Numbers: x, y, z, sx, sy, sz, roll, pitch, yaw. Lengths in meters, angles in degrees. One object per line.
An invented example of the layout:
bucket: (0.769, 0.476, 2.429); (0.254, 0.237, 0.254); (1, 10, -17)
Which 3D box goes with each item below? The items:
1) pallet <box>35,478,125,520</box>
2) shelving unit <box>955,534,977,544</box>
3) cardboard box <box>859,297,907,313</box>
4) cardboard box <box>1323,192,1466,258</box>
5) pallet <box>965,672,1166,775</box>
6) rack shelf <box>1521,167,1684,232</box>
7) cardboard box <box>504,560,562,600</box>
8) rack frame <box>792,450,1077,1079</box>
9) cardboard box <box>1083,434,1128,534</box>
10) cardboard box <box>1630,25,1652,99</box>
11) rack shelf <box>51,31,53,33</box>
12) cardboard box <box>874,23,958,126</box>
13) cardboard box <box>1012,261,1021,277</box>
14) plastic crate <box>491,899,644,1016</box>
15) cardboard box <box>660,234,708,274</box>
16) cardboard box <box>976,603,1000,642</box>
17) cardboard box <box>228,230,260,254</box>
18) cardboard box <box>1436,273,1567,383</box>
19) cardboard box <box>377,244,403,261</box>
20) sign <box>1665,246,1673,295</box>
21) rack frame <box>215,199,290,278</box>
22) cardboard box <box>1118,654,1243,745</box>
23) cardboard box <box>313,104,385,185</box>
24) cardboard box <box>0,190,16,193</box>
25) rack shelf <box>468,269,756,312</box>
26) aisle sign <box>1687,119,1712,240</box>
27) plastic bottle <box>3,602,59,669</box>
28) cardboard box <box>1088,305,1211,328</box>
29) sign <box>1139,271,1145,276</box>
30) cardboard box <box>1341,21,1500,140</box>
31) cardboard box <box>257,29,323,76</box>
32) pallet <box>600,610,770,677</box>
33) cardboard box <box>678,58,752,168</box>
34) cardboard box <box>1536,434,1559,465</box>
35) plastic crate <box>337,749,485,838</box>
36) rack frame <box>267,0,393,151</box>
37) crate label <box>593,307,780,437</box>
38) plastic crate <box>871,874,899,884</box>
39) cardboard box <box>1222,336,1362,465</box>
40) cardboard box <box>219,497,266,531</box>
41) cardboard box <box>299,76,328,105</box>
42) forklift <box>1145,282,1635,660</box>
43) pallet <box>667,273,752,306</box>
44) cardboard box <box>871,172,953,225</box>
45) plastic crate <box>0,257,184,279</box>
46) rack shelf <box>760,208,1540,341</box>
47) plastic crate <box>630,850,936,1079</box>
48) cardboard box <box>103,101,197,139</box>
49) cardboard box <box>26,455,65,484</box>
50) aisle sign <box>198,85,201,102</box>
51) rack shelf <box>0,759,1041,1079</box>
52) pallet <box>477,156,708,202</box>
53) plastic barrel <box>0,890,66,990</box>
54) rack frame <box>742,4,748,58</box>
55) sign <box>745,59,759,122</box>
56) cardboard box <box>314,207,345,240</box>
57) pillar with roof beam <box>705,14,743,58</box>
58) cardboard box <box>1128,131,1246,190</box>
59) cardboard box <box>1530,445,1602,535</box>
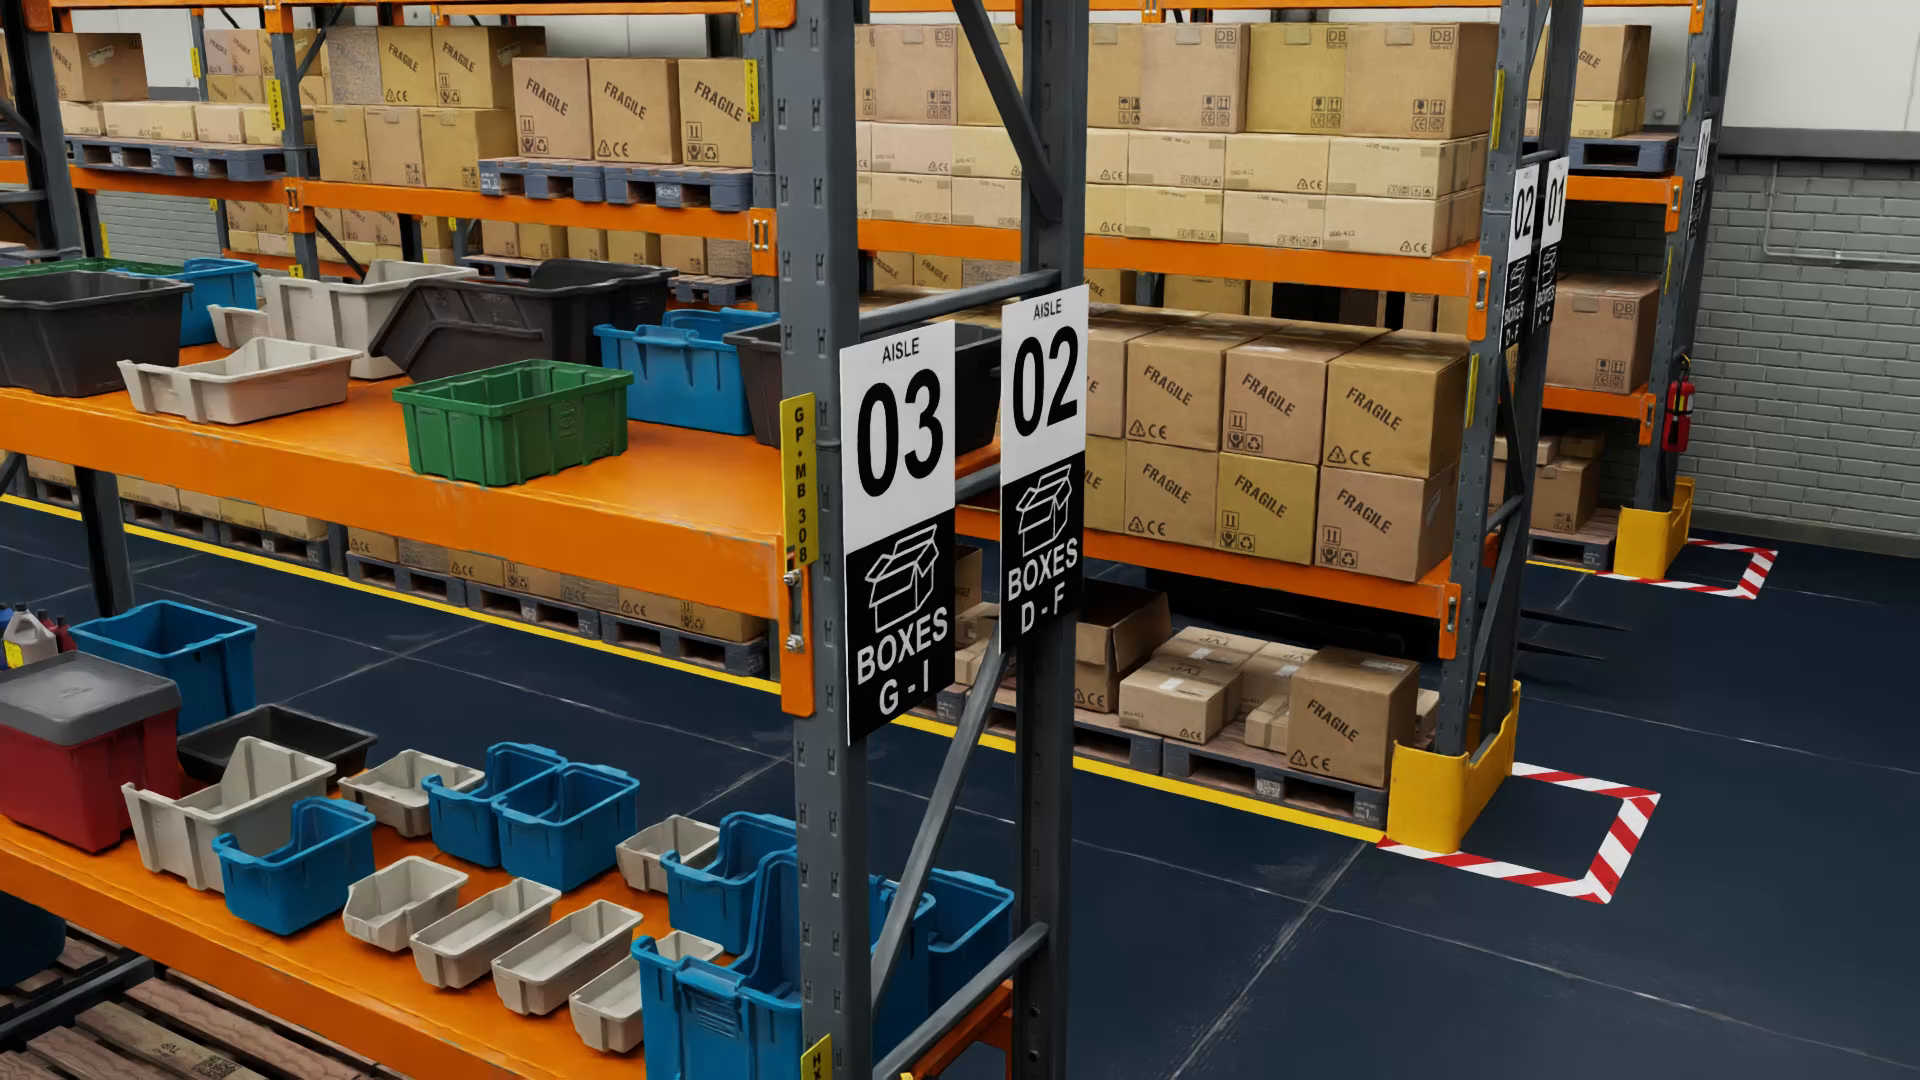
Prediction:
pallet: (-7.005, -0.475, 14.082); (1.213, 0.211, 1.003); (10, 20, 30)
shelving unit: (-0.012, -0.576, 12.714); (0.189, 1.200, 0.258); (10, 20, 30)
cardboard box: (-0.582, -1.080, 9.383); (0.500, 0.500, 0.500); (11, 20, 31)
cardboard box: (1.996, -1.463, 7.633); (0.500, 0.250, 0.500); (10, 20, 30)
pallet: (0.792, 0.929, 9.459); (1.213, 0.211, 1.003); (10, 20, 30)
rack shelf: (3.457, -2.709, 12.716); (4.000, 0.370, 1.077); (10, 20, 30)
cardboard box: (-2.686, 0.056, 11.079); (0.500, 0.500, 0.500); (9, 19, 28)
rack frame: (-0.024, 1.140, 3.968); (0.127, 3.000, 1.000); (10, 20, 30)
cardboard box: (0.752, -0.367, 8.757); (0.500, 0.500, 0.500); (10, 19, 29)
cardboard box: (4.665, -3.456, 12.010); (0.500, 0.500, 0.500); (9, 19, 28)
rack shelf: (-9.358, -4.551, 14.306); (4.000, 0.370, 1.077); (10, 20, 30)
cardboard box: (-0.050, -2.481, 8.834); (0.500, 0.500, 0.700); (10, 20, 30)
cardboard box: (0.787, -2.205, 14.261); (0.500, 0.500, 0.500); (10, 20, 31)
plastic crate: (-1.053, 1.110, 4.415); (0.243, 0.136, 0.396); (10, 20, 30)
cardboard box: (-2.552, -2.936, 16.458); (0.500, 0.500, 0.700); (8, 19, 25)
cardboard box: (0.436, 0.512, 9.905); (0.500, 0.311, 0.500); (10, 20, 30)
cardboard box: (-8.223, -3.533, 19.573); (0.500, 0.250, 0.500); (9, 19, 28)
cardboard box: (4.095, -1.640, 12.605); (0.700, 0.700, 0.980); (10, 20, 30)
cardboard box: (-6.047, -3.152, 18.320); (0.500, 0.250, 0.500); (10, 20, 30)
sign: (4.865, -1.849, 11.408); (0.005, 0.325, 0.100); (10, 20, 30)
rack frame: (-8.473, -3.748, 20.058); (0.127, 3.000, 1.000); (10, 20, 30)
cardboard box: (1.186, 0.845, 8.912); (0.500, 0.250, 0.500); (10, 20, 30)
cardboard box: (-3.856, -2.728, 11.370); (0.500, 0.500, 0.910); (10, 20, 30)
cardboard box: (-8.466, -2.723, 14.280); (0.500, 0.500, 0.700); (10, 20, 30)
rack shelf: (-3.360, -2.491, 17.158); (4.000, 0.370, 1.077); (10, 20, 30)
aisle sign: (5.065, -2.473, 11.387); (0.004, 0.787, 0.394); (10, 20, 30)
plastic bottle: (-3.597, 0.415, 6.439); (0.185, 0.351, 0.144); (10, 20, 30)
cardboard box: (1.025, -0.978, 9.046); (0.500, 0.500, 0.500); (10, 20, 30)
sign: (1.477, -2.303, 13.445); (0.005, 0.325, 0.100); (10, 20, 30)
cardboard box: (2.126, -2.122, 7.653); (0.500, 0.500, 0.700); (10, 20, 30)
cardboard box: (-7.428, -5.436, 18.528); (0.500, 0.500, 0.500); (11, 20, 32)
pallet: (-1.550, 0.525, 10.790); (1.213, 0.211, 1.003); (10, 20, 30)
cardboard box: (-1.227, -2.522, 9.794); (0.600, 0.600, 0.600); (8, 19, 25)
cardboard box: (4.307, -0.685, 12.438); (0.250, 0.149, 0.380); (10, 19, 29)
plastic crate: (-1.791, 0.819, 5.374); (0.466, 0.136, 0.293); (10, 20, 30)
rack frame: (-4.245, -4.174, 11.139); (0.127, 3.000, 1.000); (10, 20, 30)
crate label: (-0.641, -0.445, 4.279); (0.502, 0.251, 0.408); (10, 20, 30)
plastic crate: (-0.292, 1.049, 4.618); (0.298, 0.136, 0.250); (10, 20, 30)
cardboard box: (1.618, -0.689, 8.096); (0.500, 0.500, 0.500); (11, 20, 32)
cardboard box: (-5.262, -0.286, 12.669); (0.500, 0.250, 0.500); (10, 19, 29)
cardboard box: (-6.968, -4.883, 18.427); (0.500, 0.500, 0.500); (12, 20, 33)
forklift: (2.765, -0.822, 10.546); (3.031, 2.935, 1.130); (12, 21, 34)
pallet: (-2.319, -2.521, 16.350); (1.003, 0.211, 1.213); (10, 20, 30)
cardboard box: (-0.128, -1.846, 8.895); (0.500, 0.250, 0.500); (10, 20, 30)
plastic crate: (-2.913, -0.813, 5.600); (0.662, 0.188, 0.450); (10, 20, 30)
rack shelf: (0.868, -1.482, 8.675); (4.000, 0.370, 1.077); (10, 20, 30)
plastic crate: (-0.407, 1.089, 3.970); (0.499, 0.435, 0.616); (10, 20, 30)
cardboard box: (-6.056, -3.170, 12.531); (0.500, 0.250, 0.500); (8, 19, 25)
cardboard box: (-7.440, -0.674, 13.949); (0.500, 0.250, 0.500); (10, 19, 29)
aisle sign: (-8.691, -4.928, 19.471); (0.004, 0.787, 0.394); (10, 20, 30)
rack shelf: (-1.728, 1.180, 5.074); (4.000, 0.370, 1.077); (10, 20, 30)
pallet: (-2.241, -2.314, 10.500); (1.003, 0.211, 1.213); (10, 20, 30)
plastic barrel: (-3.887, 1.247, 6.501); (0.708, 0.901, 0.600); (10, 20, 30)
rack frame: (-1.656, -5.401, 15.180); (0.127, 3.000, 1.000); (10, 20, 30)
sign: (-1.124, -2.428, 8.985); (0.005, 0.325, 0.100); (10, 20, 30)
cardboard box: (-6.924, -3.664, 18.715); (0.500, 0.500, 0.500); (11, 20, 32)
pillar with roof beam: (-4.564, -4.747, 13.026); (0.400, 9.000, 9.100); (10, 20, 30)
cardboard box: (1.150, -1.857, 8.071); (0.500, 0.250, 0.500); (10, 20, 30)
cardboard box: (4.512, -0.401, 12.617); (0.500, 0.500, 0.700); (10, 20, 30)
